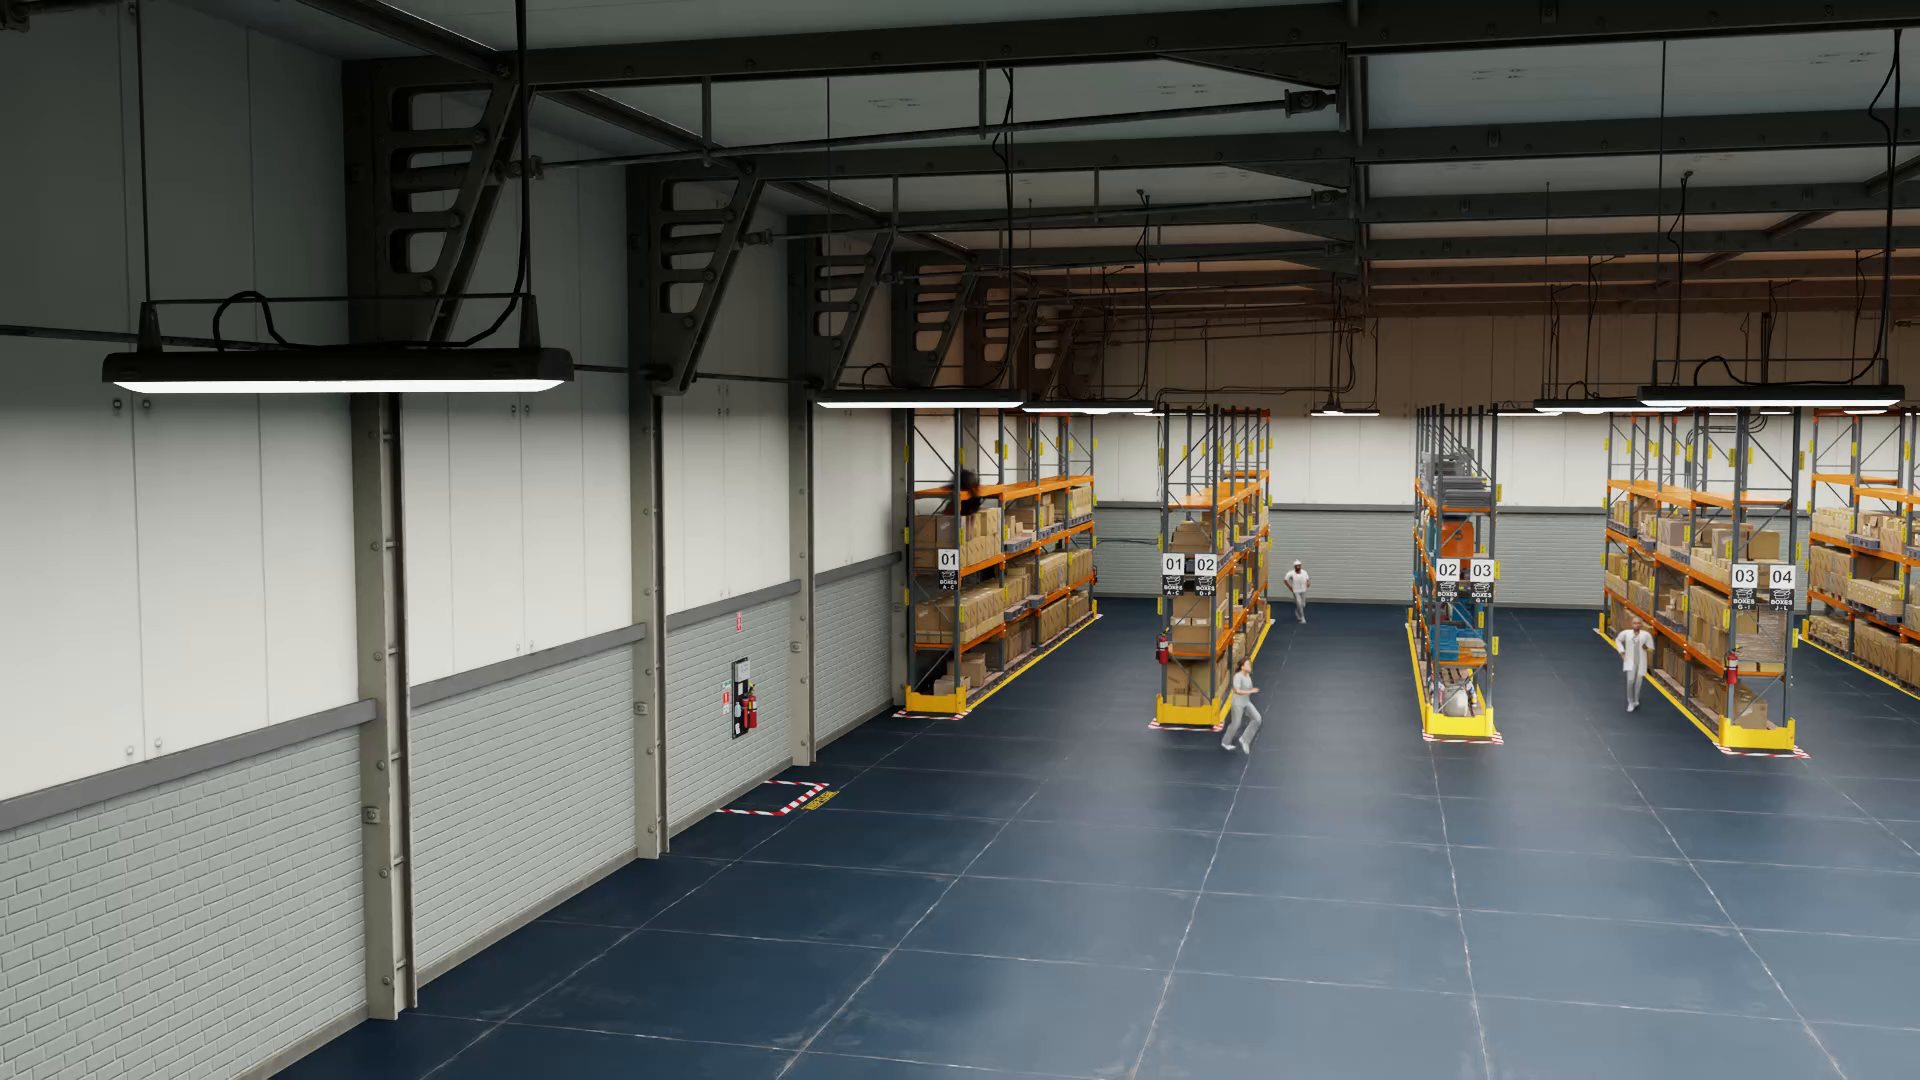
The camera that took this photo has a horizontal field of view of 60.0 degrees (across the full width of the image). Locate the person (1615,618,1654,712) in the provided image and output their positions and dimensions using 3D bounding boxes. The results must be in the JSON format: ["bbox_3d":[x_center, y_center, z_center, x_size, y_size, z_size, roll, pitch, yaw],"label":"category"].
[{"bbox_3d":[13.301,2.450,32.762,0.683,1.839,0.800,1,4,13],"label":"person"}]

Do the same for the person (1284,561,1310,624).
[{"bbox_3d":[9.478,1.458,46.718,0.711,1.757,0.837,-1,4,-13],"label":"person"}]

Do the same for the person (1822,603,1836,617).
[{"bbox_3d":[23.219,1.749,44.230,0.558,1.546,0.530,-4,6,-43],"label":"person"}]

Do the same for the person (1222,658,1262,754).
[{"bbox_3d":[4.796,2.813,28.375,0.792,1.651,0.590,4,6,42],"label":"person"}]
